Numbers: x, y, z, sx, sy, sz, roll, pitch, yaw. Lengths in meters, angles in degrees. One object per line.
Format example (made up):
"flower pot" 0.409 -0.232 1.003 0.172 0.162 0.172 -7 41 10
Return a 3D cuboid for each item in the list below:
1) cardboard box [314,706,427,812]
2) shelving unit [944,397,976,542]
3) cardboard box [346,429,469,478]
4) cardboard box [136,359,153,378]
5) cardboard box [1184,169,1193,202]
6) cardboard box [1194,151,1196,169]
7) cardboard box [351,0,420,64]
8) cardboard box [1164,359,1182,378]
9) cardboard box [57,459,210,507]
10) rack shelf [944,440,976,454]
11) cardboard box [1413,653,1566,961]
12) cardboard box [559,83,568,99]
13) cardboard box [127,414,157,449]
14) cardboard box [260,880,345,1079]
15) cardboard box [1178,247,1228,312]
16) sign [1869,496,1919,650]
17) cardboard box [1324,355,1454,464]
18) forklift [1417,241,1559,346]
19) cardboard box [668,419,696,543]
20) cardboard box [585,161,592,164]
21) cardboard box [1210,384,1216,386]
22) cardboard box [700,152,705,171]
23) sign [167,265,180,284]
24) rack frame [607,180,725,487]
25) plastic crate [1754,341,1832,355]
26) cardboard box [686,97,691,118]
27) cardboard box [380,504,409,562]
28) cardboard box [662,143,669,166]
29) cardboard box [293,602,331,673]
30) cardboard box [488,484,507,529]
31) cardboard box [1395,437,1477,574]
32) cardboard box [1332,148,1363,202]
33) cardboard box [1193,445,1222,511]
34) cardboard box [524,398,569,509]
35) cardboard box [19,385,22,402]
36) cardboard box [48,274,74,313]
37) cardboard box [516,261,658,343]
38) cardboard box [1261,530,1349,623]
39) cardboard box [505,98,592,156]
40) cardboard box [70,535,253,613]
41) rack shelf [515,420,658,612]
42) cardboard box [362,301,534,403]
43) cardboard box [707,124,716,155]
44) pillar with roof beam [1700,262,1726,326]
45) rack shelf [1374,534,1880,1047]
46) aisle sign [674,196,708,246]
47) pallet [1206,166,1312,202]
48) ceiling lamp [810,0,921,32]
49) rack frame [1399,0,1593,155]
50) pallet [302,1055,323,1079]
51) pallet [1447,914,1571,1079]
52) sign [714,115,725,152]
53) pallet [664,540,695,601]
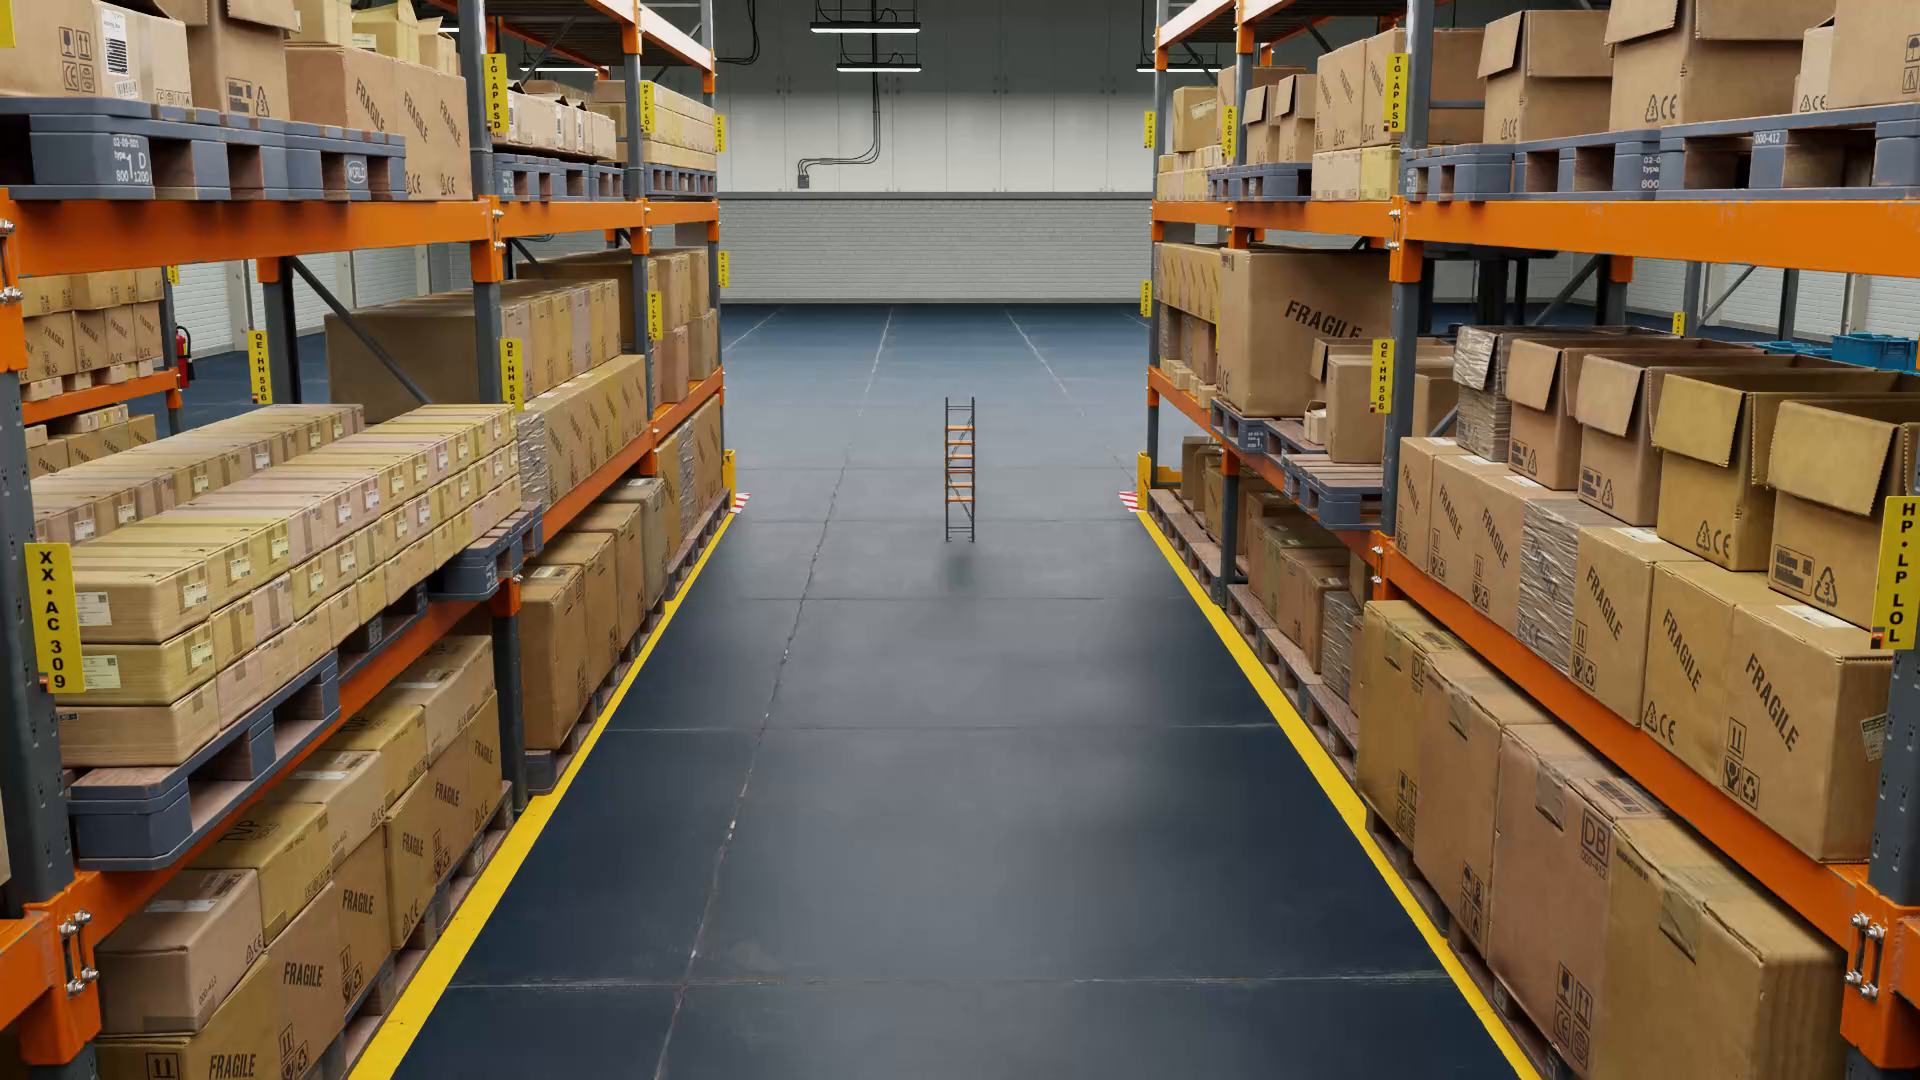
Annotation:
"cardboard box" -2.250 0.787 5.979 0.500 0.250 0.500 0 11 0
"shelving unit" 0.000 -0.591 13.954 0.258 1.200 0.189 0 11 -1
"cardboard box" -2.057 -0.324 6.193 0.380 0.149 0.250 0 11 1
"cardboard box" -7.317 -1.504 14.560 0.380 0.149 0.250 0 11 -2
"cardboard box" 2.044 -2.787 13.083 0.500 0.250 0.500 0 11 1
"cardboard box" 2.072 -3.019 13.228 0.380 0.149 0.250 0 11 -2
"cardboard box" -2.249 -1.914 6.227 0.396 0.266 0.258 0 11 -1
"cardboard box" 1.997 -1.511 14.594 0.380 0.149 0.250 0 11 -1
"cardboard box" -2.697 -0.171 5.439 0.380 0.149 0.250 0 11 -2
"rack shelf" 0.000 -0.783 13.915 0.258 0.103 0.180 0 11 -1
"cardboard box" 2.423 0.949 6.125 1.225 0.875 0.875 0 11 -1
"cardboard box" -2.957 -3.110 11.619 0.380 0.149 0.250 0 11 -1
"cardboard box" -7.378 -0.818 14.521 0.500 0.500 0.500 0 11 -1
"cardboard box" -2.223 1.361 5.039 0.500 0.500 0.500 0 11 1
"cardboard box" 2.023 -2.067 13.191 0.500 0.500 0.500 0 11 -1
"sign" 1.959 0.070 3.459 0.100 0.325 0.005 0 11 -1
"cardboard box" 2.256 -0.674 8.527 0.700 0.500 0.500 1 12 7
"forklift" 4.638 -1.675 14.944 1.130 2.935 3.031 -1 12 -7
"cardboard box" -2.591 -0.465 13.094 0.875 0.875 0.875 0 11 -1
"cardboard box" -2.974 -2.871 12.444 0.380 0.149 0.250 0 11 0
"cardboard box" 2.107 -1.114 12.636 0.380 0.149 0.250 0 11 -1
"cardboard box" -2.347 -3.177 13.953 0.380 0.149 0.250 0 11 -1
"sign" -7.100 -2.471 14.989 0.100 0.325 0.005 0 11 -1
"rack frame" -2.708 -1.791 15.343 1.000 3.000 0.127 0 11 -1
"plastic crate" 7.514 -1.640 14.975 0.499 0.251 0.616 0 11 -1
"cardboard box" -2.330 -3.415 13.121 0.380 0.149 0.250 0 11 -1
"cardboard box" -2.043 -0.025 5.466 0.380 0.149 0.250 0 11 -2
"cardboard box" -2.304 -2.772 11.960 0.380 0.149 0.250 0 11 -1
"cardboard box" -2.025 0.277 4.726 0.380 0.149 0.250 0 11 -1
"cardboard box" -2.070 -0.138 6.770 0.380 0.149 0.250 0 11 -1
"cardboard box" 2.156 -0.152 7.014 0.500 0.500 0.500 0 11 1
"cardboard box" 2.140 -1.790 8.169 0.500 0.250 0.500 0 11 -1
"cardboard box" 2.296 -0.529 14.354 0.500 0.500 0.500 3 12 14
"cardboard box" -2.295 -0.441 8.438 0.500 0.500 0.500 0 11 -2
"cardboard box" -7.358 -1.101 12.574 0.380 0.149 0.250 0 11 -1
"cardboard box" -7.438 -2.033 13.023 0.700 0.500 0.500 0 11 -2
"cardboard box" -2.599 -1.672 11.663 0.875 0.550 0.550 0 11 -1
"cardboard box" 2.318 0.230 10.560 0.700 0.500 0.500 0 11 -2
"cardboard box" -2.369 -2.330 9.369 0.500 0.311 0.500 -1 11 -3
"cardboard box" -2.020 0.085 4.177 0.380 0.149 0.250 0 11 0
"rack shelf" -2.584 -0.246 9.535 1.077 0.370 4.000 0 11 -1
"cardboard box" -2.554 -0.930 8.330 0.700 0.500 0.500 0 11 -2
"cardboard box" -2.418 -3.492 14.504 0.500 0.250 0.500 0 11 0
"pillar with roof beam" 13.189 -9.410 37.809 9.100 9.000 0.548 0 11 -1
"rack shelf" 2.460 0.549 5.617 1.077 0.370 4.000 0 11 -1
"aisle sign" -2.409 -3.080 15.160 0.394 0.787 0.004 0 11 -1
"pallet" 2.242 -2.251 10.538 1.213 0.211 1.003 0 11 -1
"ceiling lamp" -1.719 -10.822 30.090 2.000 3.185 0.800 0 11 -1
"rack frame" 2.418 -3.141 6.909 1.000 3.000 0.127 0 11 -1
"pallet" -2.478 1.806 4.625 1.003 0.211 1.213 0 11 -1
"pallet" 2.382 1.565 5.816 1.003 0.211 1.213 0 11 -1
"sign" -2.165 -3.656 14.962 0.100 0.325 0.005 0 11 -1
"pallet" -2.563 0.219 12.447 1.003 0.211 1.213 0 11 -1
